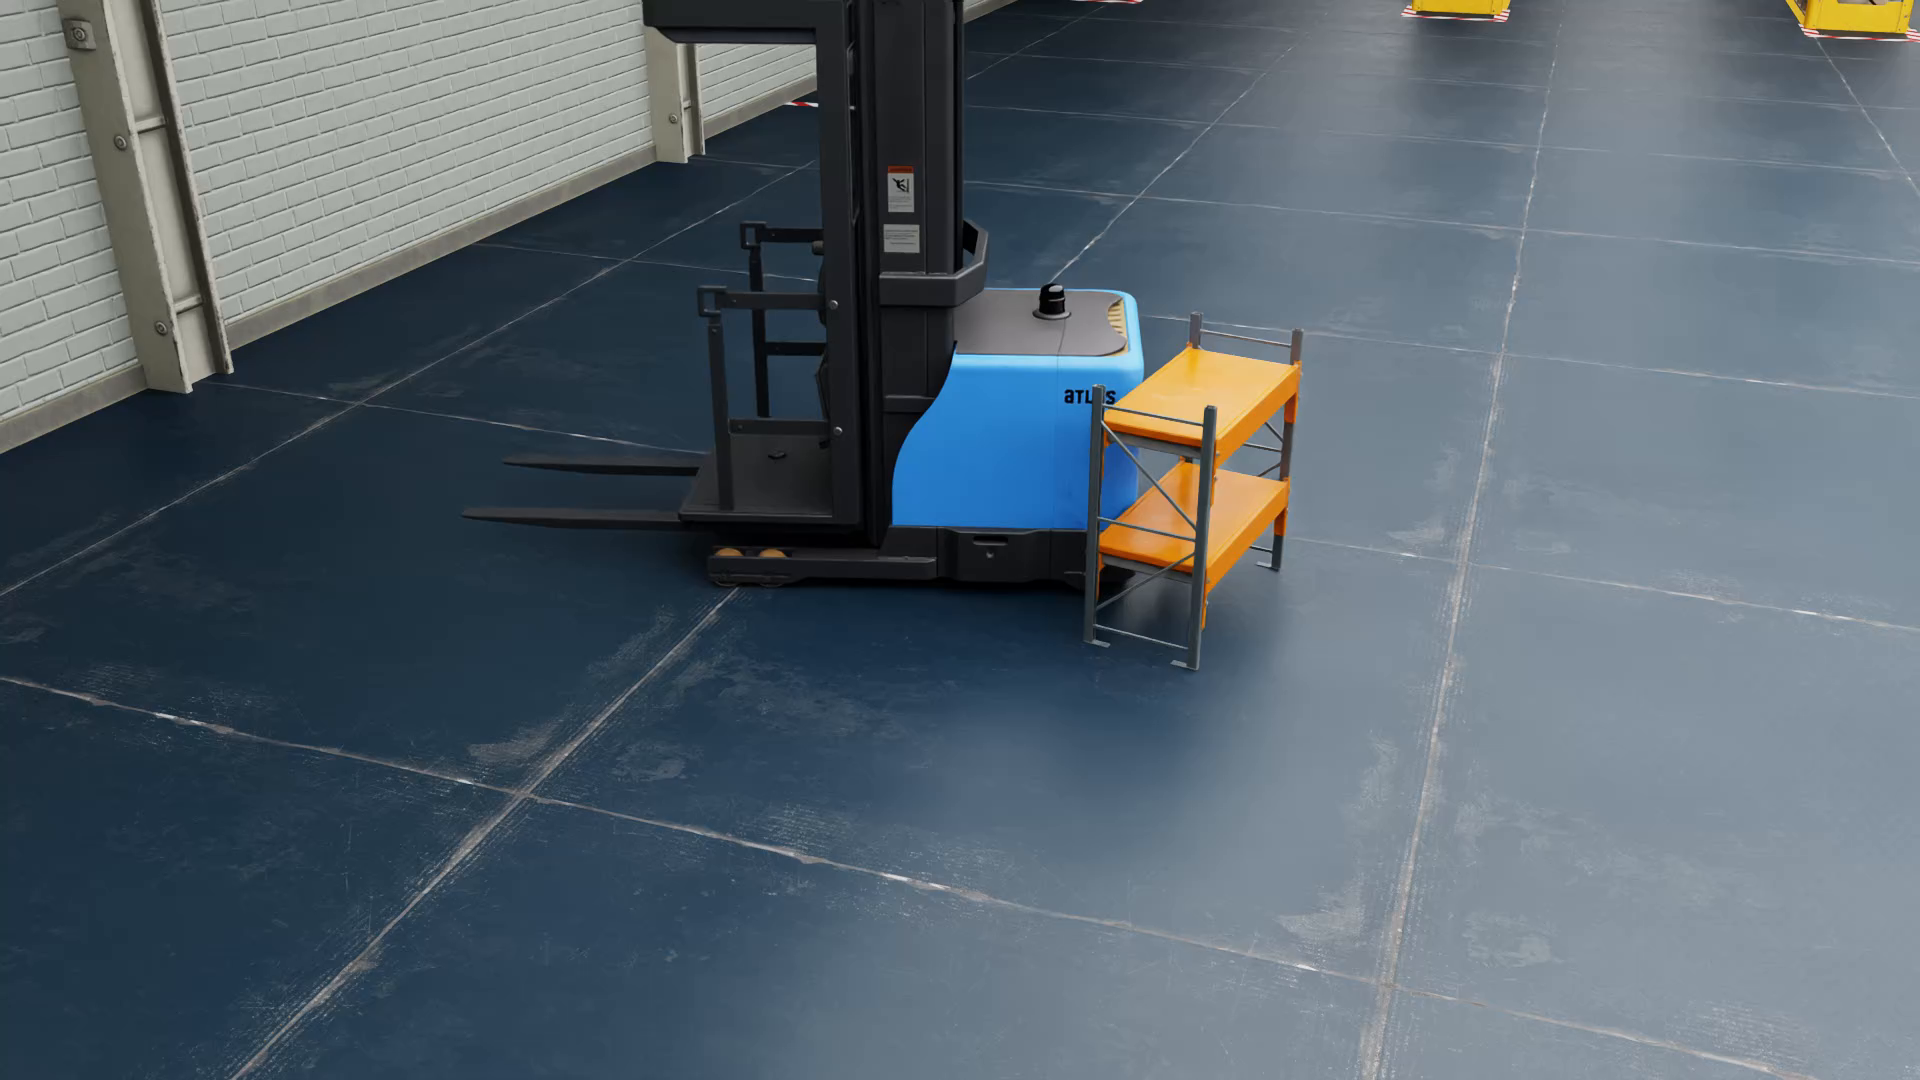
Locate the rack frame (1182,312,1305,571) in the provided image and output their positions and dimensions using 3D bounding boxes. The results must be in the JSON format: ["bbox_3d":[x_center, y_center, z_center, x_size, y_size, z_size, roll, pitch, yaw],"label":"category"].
[{"bbox_3d":[1.225,-0.427,7.341,0.500,1.125,0.032,13,29,26],"label":"rack frame"}]

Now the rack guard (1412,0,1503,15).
[{"bbox_3d":[6.750,-7.420,22.501,1.175,0.500,0.348,9,27,17],"label":"rack guard"}]

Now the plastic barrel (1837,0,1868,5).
[{"bbox_3d":[11.575,-7.186,21.522,0.421,0.512,0.421,0,26,0],"label":"plastic barrel"}]

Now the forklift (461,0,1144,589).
[{"bbox_3d":[-0.715,-1.337,7.148,3.031,2.935,1.130,1,26,3],"label":"forklift"}]

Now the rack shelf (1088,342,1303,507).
[{"bbox_3d":[0.980,-0.496,6.812,0.538,0.278,1.000,13,29,26],"label":"rack shelf"}]

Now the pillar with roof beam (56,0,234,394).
[{"bbox_3d":[-0.427,-4.363,6.436,9.100,9.000,0.400,9,27,17],"label":"pillar with roof beam"}]

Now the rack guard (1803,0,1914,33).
[{"bbox_3d":[11.409,-6.748,21.113,1.175,0.500,0.348,9,27,17],"label":"rack guard"}]

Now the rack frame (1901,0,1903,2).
[{"bbox_3d":[11.428,-7.835,20.489,1.000,3.000,0.127,9,27,17],"label":"rack frame"}]

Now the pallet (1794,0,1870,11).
[{"bbox_3d":[12.092,-7.450,22.896,1.003,0.211,1.213,9,27,17],"label":"pallet"}]

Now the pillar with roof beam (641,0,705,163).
[{"bbox_3d":[1.569,-6.829,11.528,9.100,9.000,0.400,9,27,17],"label":"pillar with roof beam"}]

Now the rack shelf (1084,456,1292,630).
[{"bbox_3d":[0.980,-0.013,7.046,0.538,0.278,1.000,13,29,26],"label":"rack shelf"}]

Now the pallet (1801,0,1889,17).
[{"bbox_3d":[11.684,-6.951,21.864,1.003,0.211,1.213,9,27,17],"label":"pallet"}]

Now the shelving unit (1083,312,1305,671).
[{"bbox_3d":[0.980,-0.233,6.940,0.538,1.125,1.048,13,29,26],"label":"shelving unit"}]

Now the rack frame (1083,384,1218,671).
[{"bbox_3d":[0.735,-0.038,6.539,0.500,1.125,0.032,13,29,26],"label":"rack frame"}]
